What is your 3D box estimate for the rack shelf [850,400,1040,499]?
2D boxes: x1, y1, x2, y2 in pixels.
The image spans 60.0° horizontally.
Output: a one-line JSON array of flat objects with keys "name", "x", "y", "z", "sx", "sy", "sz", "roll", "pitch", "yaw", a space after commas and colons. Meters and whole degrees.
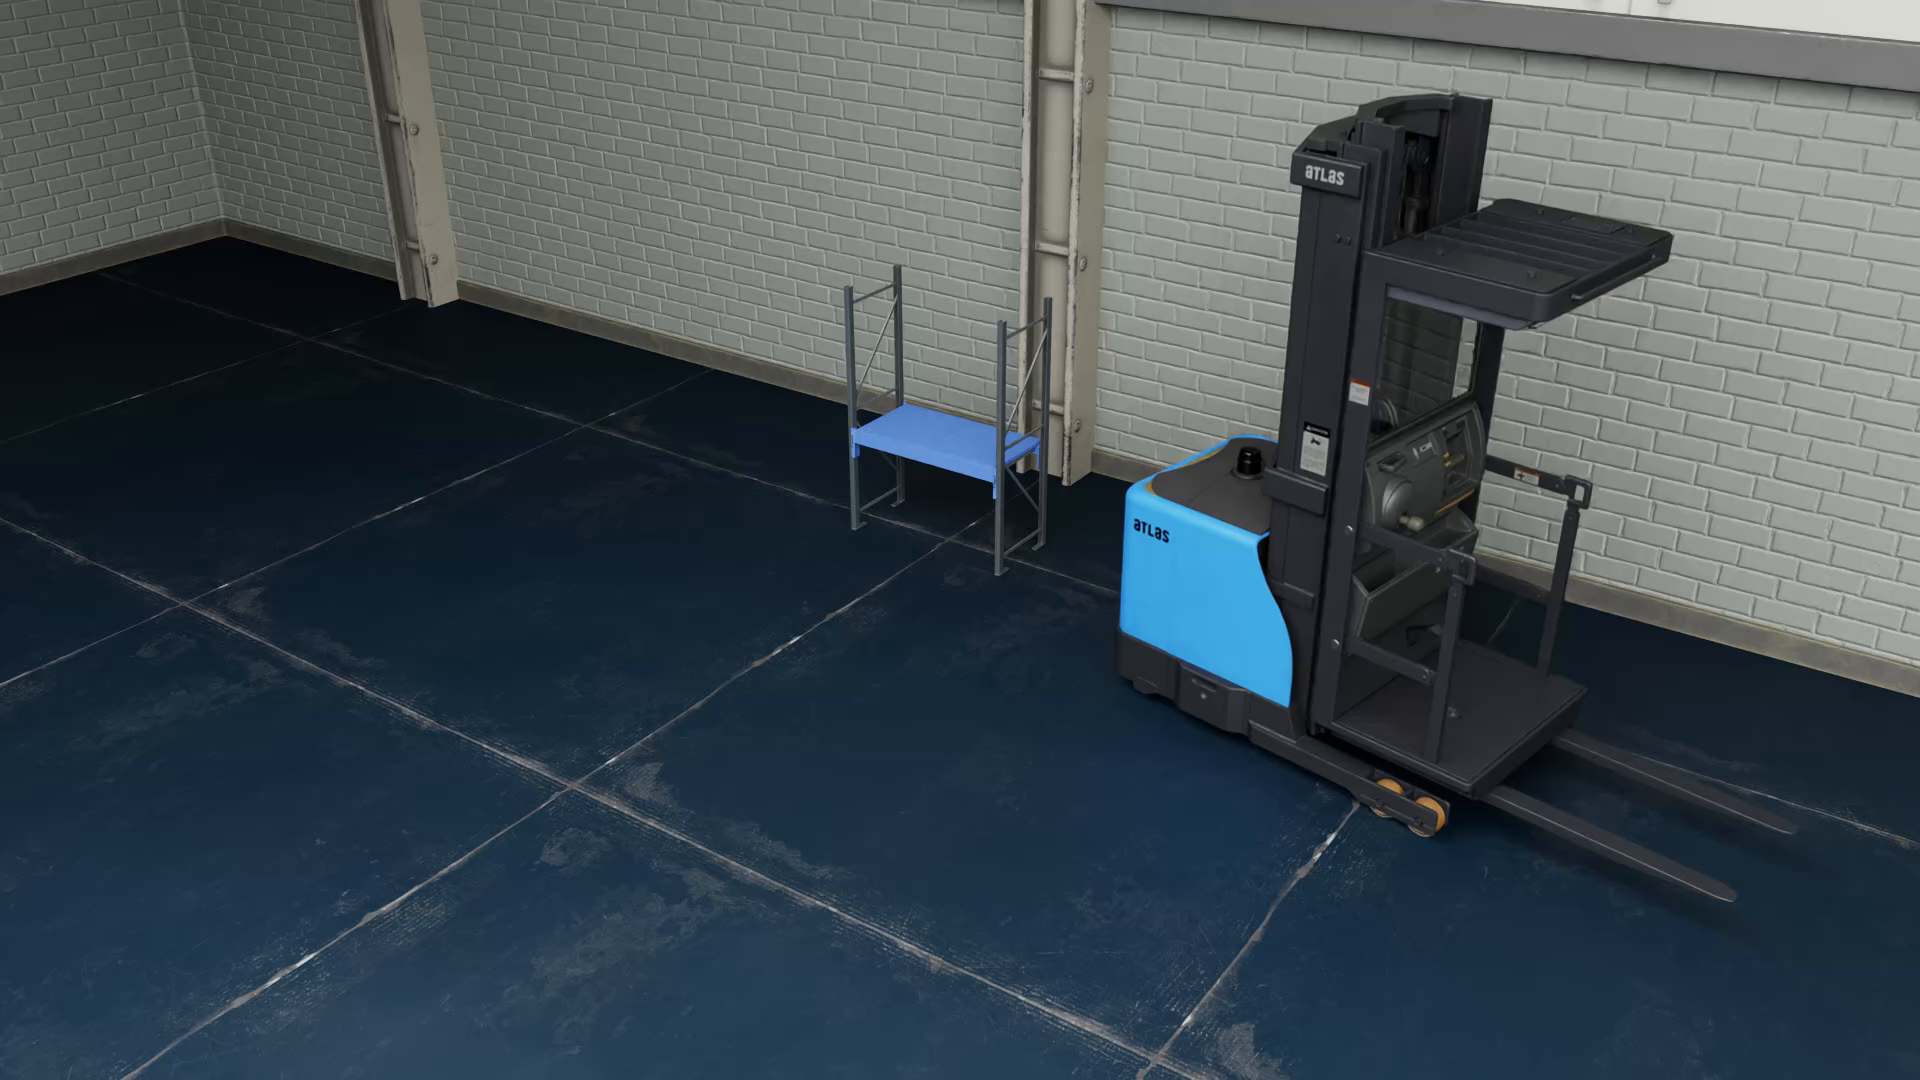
[{"name": "rack shelf", "x": -0.070, "y": -0.530, "z": 9.534, "sx": 1.000, "sy": 0.185, "sz": 0.538, "roll": 17, "pitch": 32, "yaw": 30}]

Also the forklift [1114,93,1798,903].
[{"name": "forklift", "x": 2.171, "y": -0.286, "z": 7.080, "sx": 3.031, "sy": 2.935, "sz": 1.130, "roll": 24, "pitch": 36, "yaw": 39}]

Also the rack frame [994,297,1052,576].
[{"name": "rack frame", "x": 0.349, "y": -0.560, "z": 9.196, "sx": 0.032, "sy": 1.500, "sz": 0.500, "roll": 17, "pitch": 32, "yaw": 30}]

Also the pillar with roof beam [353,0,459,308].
[{"name": "pillar with roof beam", "x": -6.779, "y": -4.386, "z": 8.447, "sx": 0.400, "sy": 9.000, "sz": 9.100, "roll": 17, "pitch": 32, "yaw": 30}]

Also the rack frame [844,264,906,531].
[{"name": "rack frame", "x": -0.489, "y": -0.821, "z": 9.709, "sx": 0.032, "sy": 1.500, "sz": 0.500, "roll": 17, "pitch": 32, "yaw": 30}]

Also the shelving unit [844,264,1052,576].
[{"name": "shelving unit", "x": -0.070, "y": -0.690, "z": 9.453, "sx": 1.048, "sy": 1.500, "sz": 0.538, "roll": 17, "pitch": 32, "yaw": 30}]

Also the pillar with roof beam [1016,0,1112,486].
[{"name": "pillar with roof beam", "x": -1.833, "y": -2.846, "z": 5.420, "sx": 0.400, "sy": 9.000, "sz": 9.100, "roll": 17, "pitch": 32, "yaw": 30}]
